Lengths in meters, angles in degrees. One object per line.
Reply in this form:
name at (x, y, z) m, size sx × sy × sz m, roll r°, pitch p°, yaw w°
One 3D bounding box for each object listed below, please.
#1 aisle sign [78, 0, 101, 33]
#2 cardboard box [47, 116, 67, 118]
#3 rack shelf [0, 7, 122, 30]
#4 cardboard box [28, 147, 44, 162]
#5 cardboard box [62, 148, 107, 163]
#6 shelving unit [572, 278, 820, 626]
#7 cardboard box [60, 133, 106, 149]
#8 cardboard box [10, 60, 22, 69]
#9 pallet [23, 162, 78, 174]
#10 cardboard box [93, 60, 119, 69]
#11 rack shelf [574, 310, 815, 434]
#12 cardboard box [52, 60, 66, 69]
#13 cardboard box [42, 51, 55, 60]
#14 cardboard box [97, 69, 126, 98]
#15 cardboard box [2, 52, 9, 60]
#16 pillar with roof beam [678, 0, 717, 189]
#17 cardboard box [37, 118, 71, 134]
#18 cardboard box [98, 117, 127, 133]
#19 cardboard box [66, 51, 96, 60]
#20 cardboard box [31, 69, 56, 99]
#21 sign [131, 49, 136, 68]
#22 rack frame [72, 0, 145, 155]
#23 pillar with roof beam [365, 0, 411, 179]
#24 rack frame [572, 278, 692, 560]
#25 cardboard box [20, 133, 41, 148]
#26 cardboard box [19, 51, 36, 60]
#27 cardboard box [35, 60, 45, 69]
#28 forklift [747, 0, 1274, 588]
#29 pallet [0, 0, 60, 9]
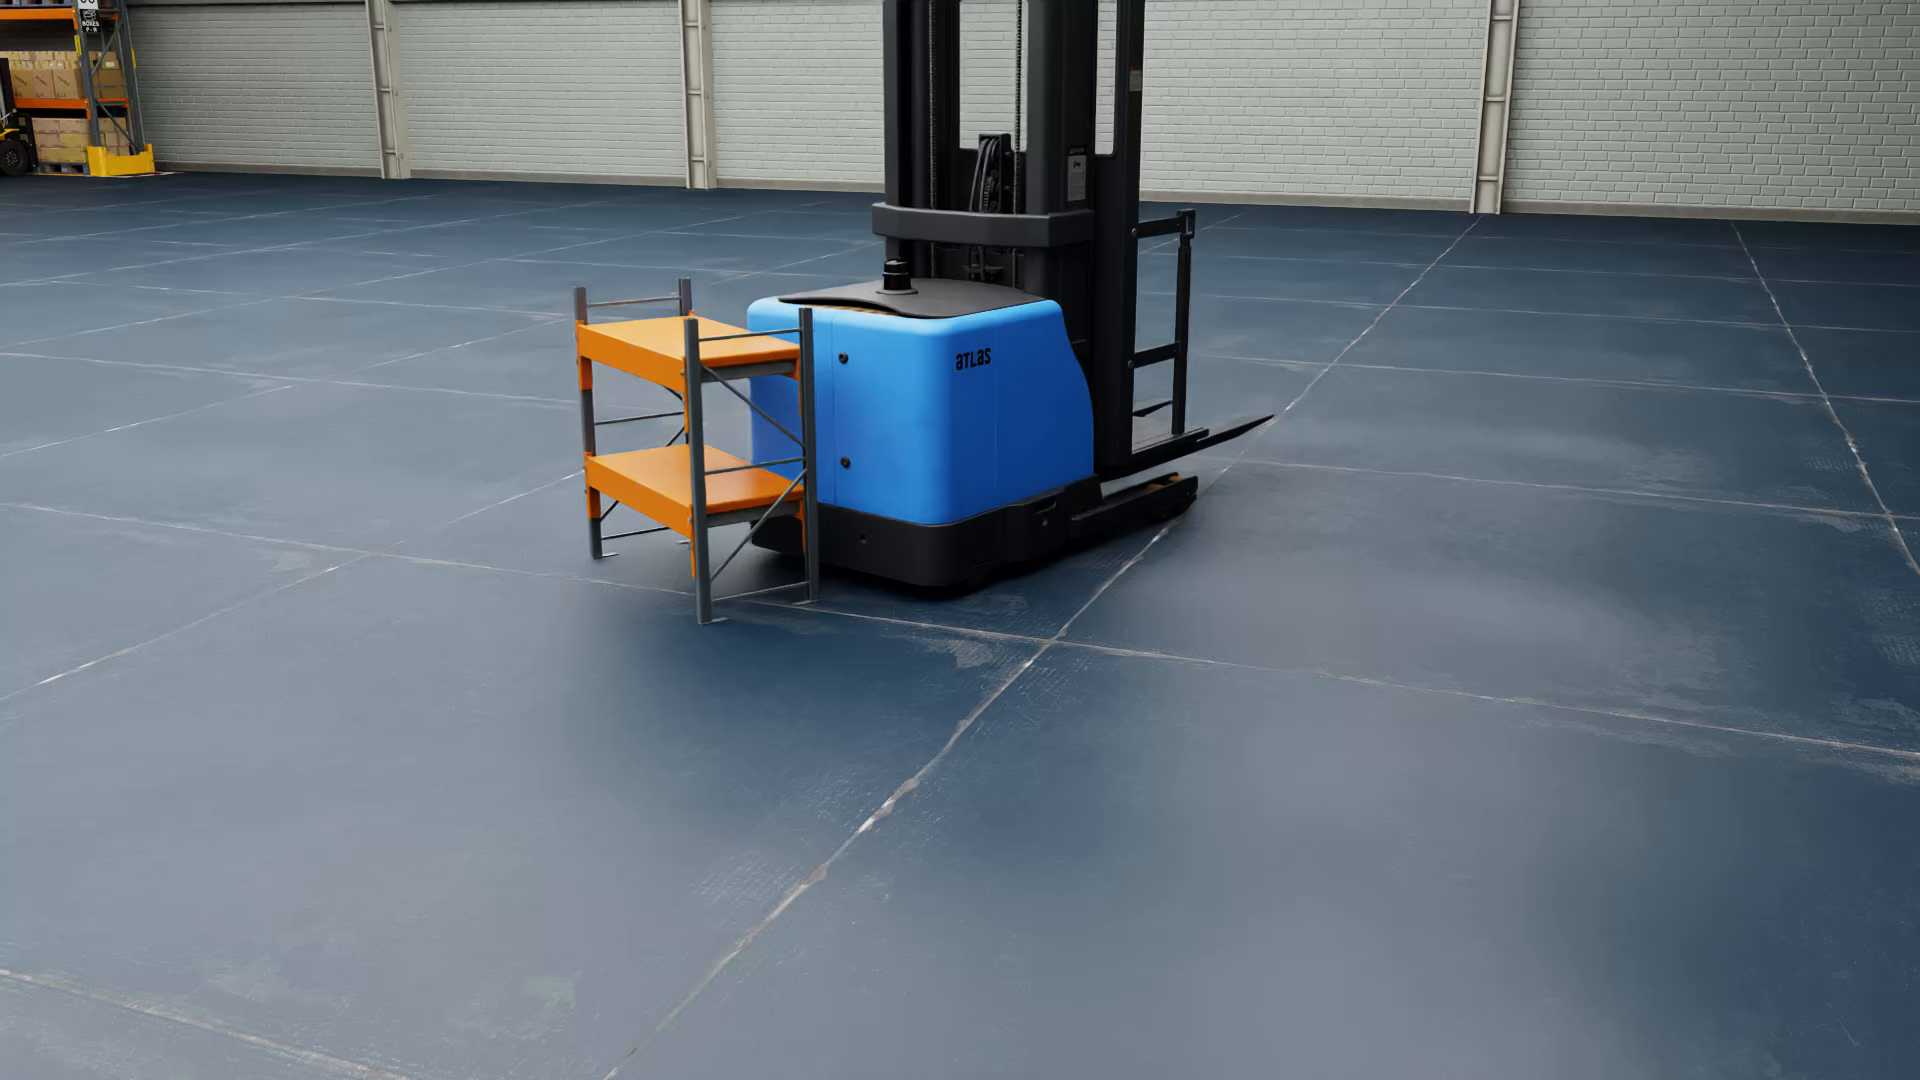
aisle sign at (-15.008, -9.146, 28.636) m, size 0.004 × 0.787 × 0.394 m, roll 6°, pitch 17°, yaw 21°
cardboard box at (-16.267, -7.545, 30.167) m, size 0.500 × 0.250 × 0.500 m, roll 6°, pitch 17°, yaw 20°
rack shelf at (-16.822, -9.280, 29.671) m, size 4.000 × 0.370 × 1.077 m, roll 6°, pitch 17°, yaw 21°
cardboard box at (-16.436, -6.935, 29.860) m, size 0.500 × 0.250 × 0.500 m, roll 6°, pitch 17°, yaw 21°
cardboard box at (-15.515, -6.828, 29.492) m, size 0.500 × 0.250 × 0.500 m, roll 6°, pitch 17°, yaw 21°
shelving unit at (-1.037, -0.385, 6.481) m, size 0.538 × 1.125 × 1.048 m, roll -11°, pitch 19°, yaw -33°
cardboard box at (-15.529, -7.071, 29.432) m, size 0.500 × 0.250 × 0.500 m, roll 6°, pitch 17°, yaw 20°
cardboard box at (-16.589, -8.428, 29.482) m, size 0.250 × 0.149 × 0.380 m, roll 6°, pitch 17°, yaw 21°
pallet at (-16.819, -6.834, 30.336) m, size 1.213 × 0.211 × 1.003 m, roll 6°, pitch 17°, yaw 21°
cardboard box at (-15.182, -8.442, 29.531) m, size 0.250 × 0.149 × 0.380 m, roll 6°, pitch 17°, yaw 19°
rack shelf at (-1.037, -0.666, 6.399) m, size 0.538 × 0.278 × 1.000 m, roll -11°, pitch 19°, yaw -33°
cardboard box at (-15.636, -8.322, 29.115) m, size 0.250 × 0.149 × 0.380 m, roll 7°, pitch 17°, yaw 22°
cardboard box at (-15.866, -8.502, 29.204) m, size 0.250 × 0.149 × 0.380 m, roll 7°, pitch 17°, yaw 22°
cardboard box at (-15.321, -8.152, 29.693) m, size 0.500 × 0.500 × 0.500 m, roll 7°, pitch 18°, yaw 22°
cardboard box at (-16.801, -8.621, 29.612) m, size 0.250 × 0.149 × 0.380 m, roll 7°, pitch 17°, yaw 21°
pillar with roof beam at (-5.695, -8.823, 21.424) m, size 0.400 × 9.000 × 9.100 m, roll 6°, pitch 17°, yaw 21°
cardboard box at (-15.982, -7.359, 29.528) m, size 0.500 × 0.250 × 0.500 m, roll 7°, pitch 17°, yaw 22°
cardboard box at (-15.339, -7.440, 29.808) m, size 0.500 × 0.250 × 0.500 m, roll 6°, pitch 17°, yaw 20°
cardboard box at (-15.372, -8.465, 29.076) m, size 0.250 × 0.149 × 0.380 m, roll 6°, pitch 17°, yaw 21°
cardboard box at (-15.995, -8.067, 29.400) m, size 0.500 × 0.500 × 0.500 m, roll 7°, pitch 18°, yaw 22°
sign at (-14.752, -8.578, 29.646) m, size 0.005 × 0.325 × 0.100 m, roll 6°, pitch 17°, yaw 21°
rack frame at (-14.962, -7.981, 29.284) m, size 0.127 × 3.000 × 1.000 m, roll 6°, pitch 17°, yaw 21°
pillar with roof beam at (-11.277, -9.437, 23.538) m, size 0.400 × 9.000 × 9.100 m, roll 6°, pitch 17°, yaw 21°
rack frame at (-1.324, -0.502, 6.883) m, size 0.500 × 1.125 × 0.032 m, roll -11°, pitch 19°, yaw -33°
cardboard box at (-16.480, -7.172, 29.781) m, size 0.500 × 0.250 × 0.500 m, roll 6°, pitch 17°, yaw 19°
cardboard box at (-16.354, -8.545, 29.350) m, size 0.250 × 0.149 × 0.380 m, roll 7°, pitch 18°, yaw 22°
cardboard box at (-16.081, -8.392, 29.359) m, size 0.250 × 0.149 × 0.380 m, roll 6°, pitch 17°, yaw 20°
forklift at (0.437, -1.571, 7.327) m, size 1.130 × 2.935 × 3.031 m, roll 12°, pitch 20°, yaw 36°
pallet at (-16.749, -9.582, 29.579) m, size 1.213 × 0.211 × 1.003 m, roll 6°, pitch 17°, yaw 21°
